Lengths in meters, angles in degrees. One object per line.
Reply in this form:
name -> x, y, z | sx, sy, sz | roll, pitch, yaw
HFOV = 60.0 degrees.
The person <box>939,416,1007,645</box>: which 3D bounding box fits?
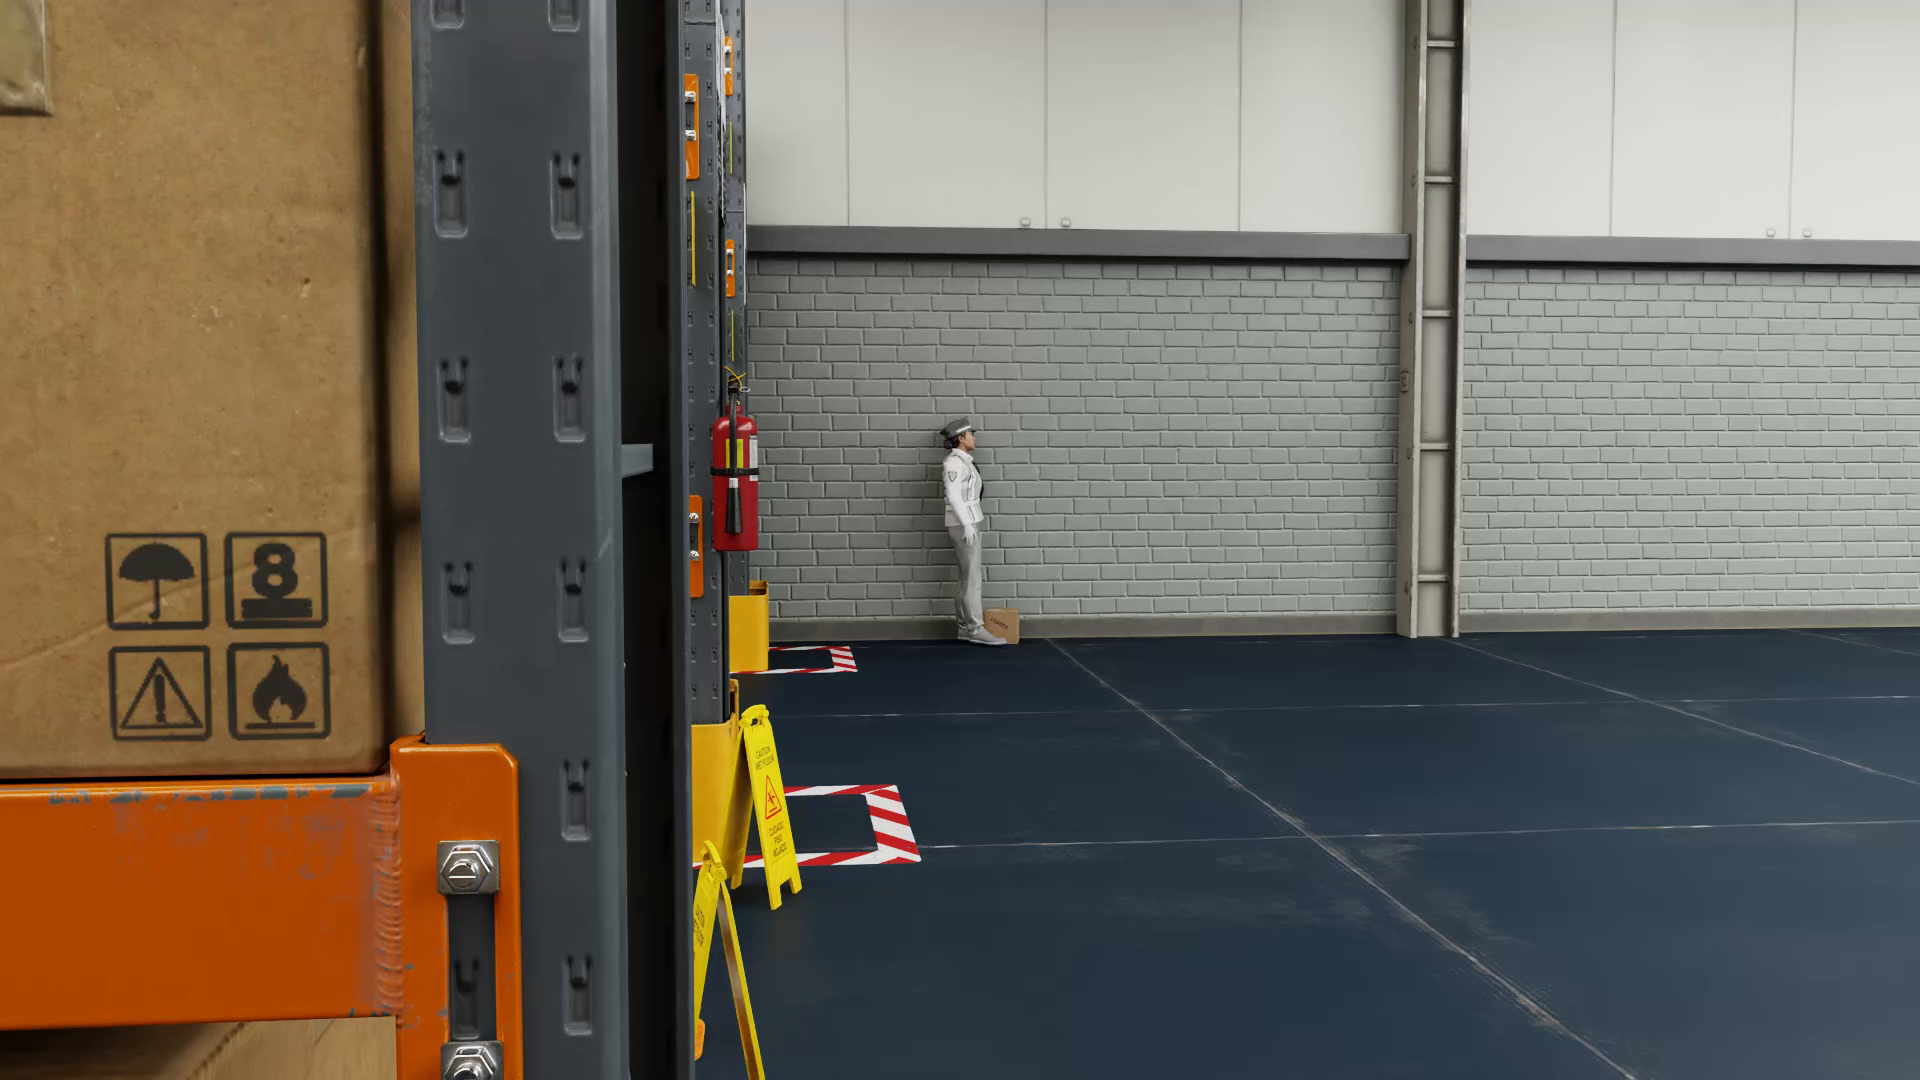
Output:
person -> 0.106, -0.083, 12.481 | 0.534, 1.697, 0.588 | 0, 4, 7
